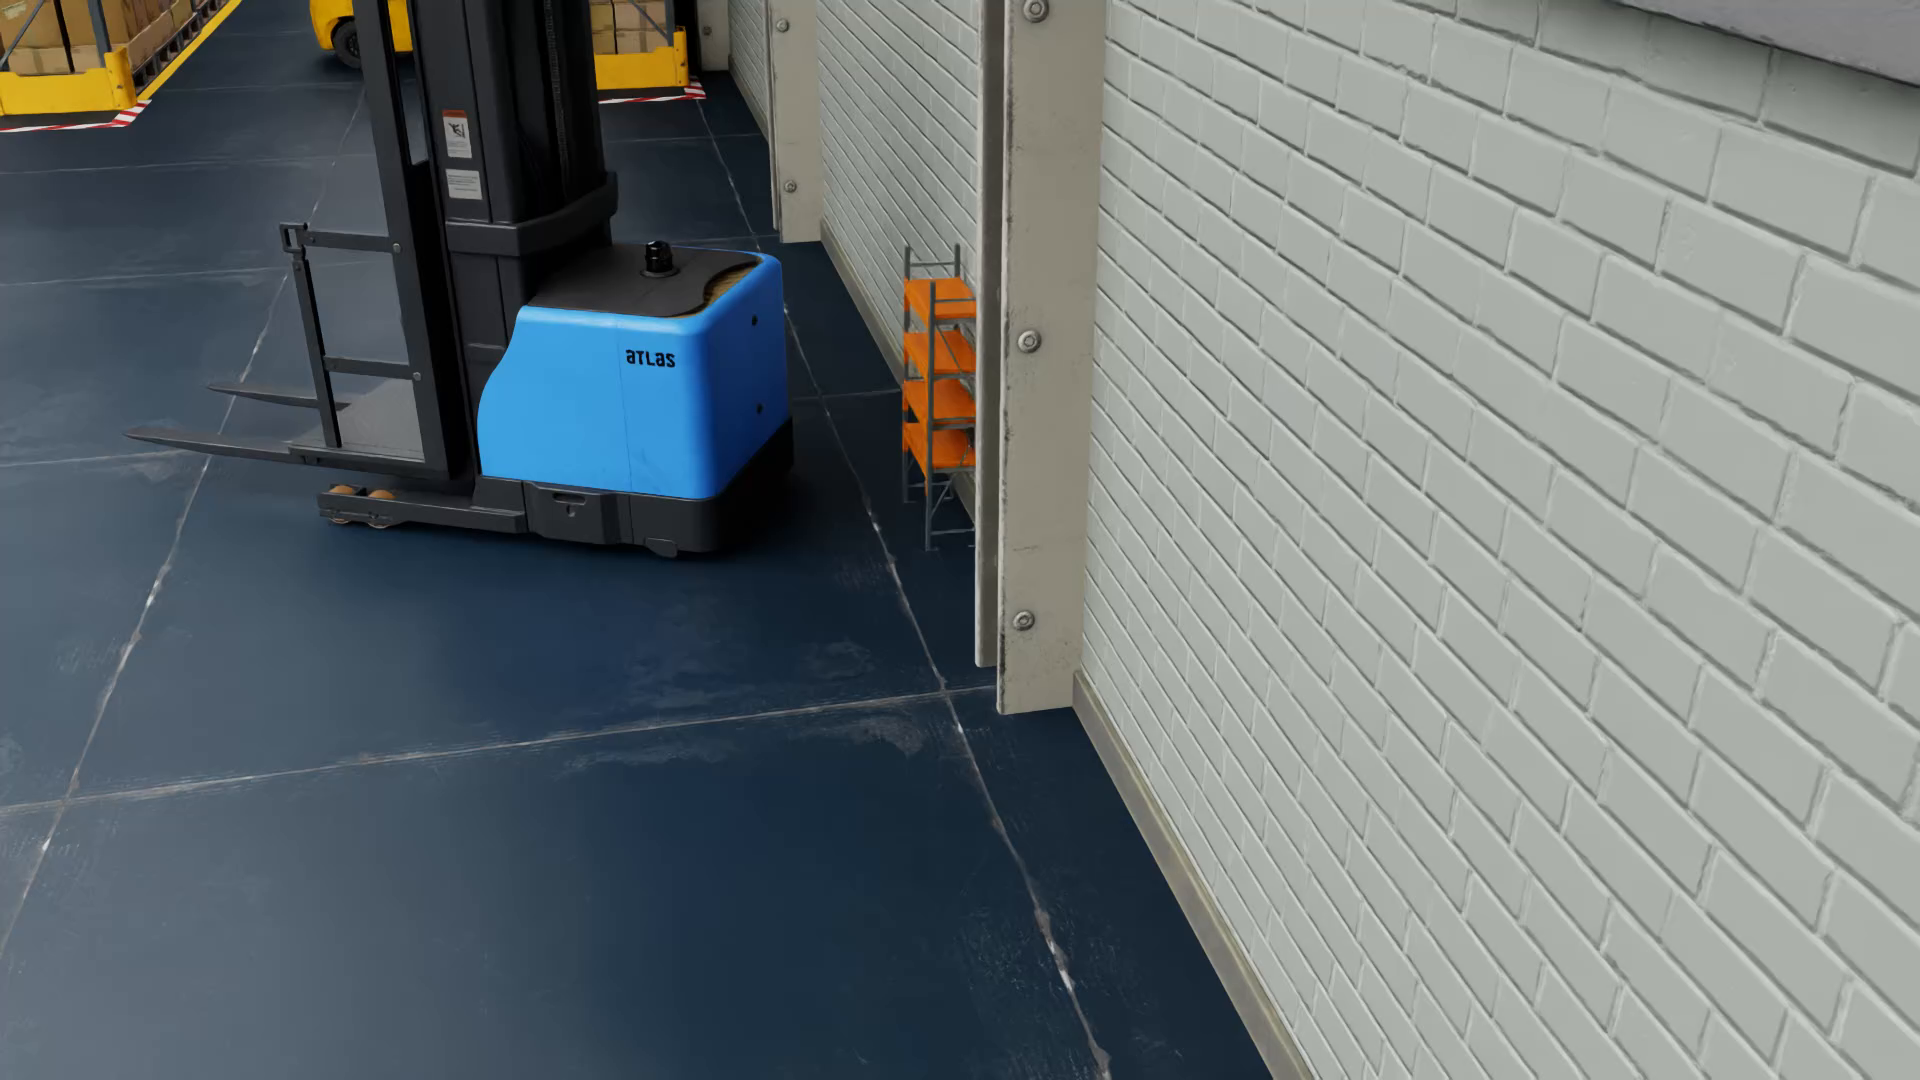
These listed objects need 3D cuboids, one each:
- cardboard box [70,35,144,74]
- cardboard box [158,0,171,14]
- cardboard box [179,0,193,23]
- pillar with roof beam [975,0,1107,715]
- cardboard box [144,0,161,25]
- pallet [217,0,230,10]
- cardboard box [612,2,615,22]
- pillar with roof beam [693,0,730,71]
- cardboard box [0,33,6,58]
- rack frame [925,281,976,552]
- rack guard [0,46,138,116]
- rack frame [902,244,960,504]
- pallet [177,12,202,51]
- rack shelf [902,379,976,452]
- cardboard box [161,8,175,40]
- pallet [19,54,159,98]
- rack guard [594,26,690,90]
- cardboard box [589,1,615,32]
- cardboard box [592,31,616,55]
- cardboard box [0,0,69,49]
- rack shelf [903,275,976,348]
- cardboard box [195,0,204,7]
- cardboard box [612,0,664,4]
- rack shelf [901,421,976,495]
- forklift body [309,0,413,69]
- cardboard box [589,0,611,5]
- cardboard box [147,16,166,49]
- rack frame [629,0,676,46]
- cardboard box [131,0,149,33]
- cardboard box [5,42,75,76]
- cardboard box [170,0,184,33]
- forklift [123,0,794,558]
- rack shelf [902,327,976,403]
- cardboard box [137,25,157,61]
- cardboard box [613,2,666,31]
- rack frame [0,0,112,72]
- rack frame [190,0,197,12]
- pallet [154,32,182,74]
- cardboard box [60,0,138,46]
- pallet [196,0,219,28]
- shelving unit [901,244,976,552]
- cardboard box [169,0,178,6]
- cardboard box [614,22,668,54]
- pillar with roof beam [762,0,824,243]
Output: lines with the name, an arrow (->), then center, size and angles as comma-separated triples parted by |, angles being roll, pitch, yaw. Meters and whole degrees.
cardboard box -> -7.923, -4.517, 15.457 | 0.500, 0.250, 0.500 | -6, 27, -12
cardboard box -> -8.285, -5.547, 16.663 | 0.500, 0.500, 0.500 | -5, 27, -9
cardboard box -> -8.517, -5.659, 17.718 | 0.500, 0.250, 0.500 | -5, 27, -9
pillar with roof beam -> -3.944, -3.051, 3.308 | 9.100, 9.000, 0.400 | -6, 27, -12
cardboard box -> -8.156, -5.313, 16.200 | 0.500, 0.500, 0.500 | -5, 27, -11
pallet -> -9.367, -6.565, 20.022 | 1.003, 0.211, 1.213 | -6, 27, -12
cardboard box -> -3.203, -5.311, 16.474 | 0.500, 0.250, 0.500 | -6, 27, -12
pillar with roof beam -> -6.649, -8.319, 13.745 | 9.100, 9.000, 0.400 | -6, 27, -12
cardboard box -> -9.996, -5.208, 17.011 | 0.500, 0.500, 0.500 | 13, 30, 24
rack frame -> -0.016, -0.500, 6.902 | 0.240, 1.200, 0.015 | -5, 27, -13
rack guard -> -8.028, -4.093, 14.804 | 1.175, 0.500, 0.348 | -6, 27, -12
rack frame -> -0.131, -0.714, 7.325 | 0.240, 1.200, 0.015 | -5, 27, -13
pallet -> -8.726, -5.395, 17.705 | 1.003, 0.211, 1.213 | -6, 27, -12
rack shelf -> -0.075, -0.547, 7.143 | 0.258, 0.148, 0.480 | -5, 27, -13
cardboard box -> -8.277, -5.203, 16.814 | 0.500, 0.250, 0.500 | -6, 27, -11
pallet -> -8.176, -4.324, 15.583 | 1.003, 0.211, 1.213 | -6, 27, -12
rack guard -> -3.170, -4.555, 15.719 | 1.175, 0.500, 0.348 | -6, 27, -12
cardboard box -> -3.590, -5.046, 15.949 | 0.500, 0.250, 0.500 | -6, 27, -12
cardboard box -> -3.589, -4.815, 16.046 | 0.500, 0.250, 0.500 | -6, 27, -11
cardboard box -> -8.445, -4.795, 15.175 | 0.500, 0.500, 0.500 | -6, 27, -11
rack shelf -> -0.064, -0.958, 6.938 | 0.258, 0.148, 0.480 | -5, 27, -13
cardboard box -> -9.033, -6.176, 18.607 | 0.950, 0.372, 0.625 | -6, 27, -11
cardboard box -> -3.099, -5.318, 15.932 | 0.500, 0.250, 0.500 | -6, 27, -12
rack shelf -> -0.080, -0.369, 7.232 | 0.258, 0.148, 0.480 | -5, 27, -13
forklift body -> -5.380, -5.949, 16.650 | 2.313, 2.155, 1.214 | -6, 27, -12
cardboard box -> -3.583, -5.258, 15.814 | 0.500, 0.250, 0.500 | -5, 27, -10
cardboard box -> -8.166, -4.981, 16.374 | 0.500, 0.250, 0.500 | -4, 27, -8
rack frame -> -3.176, -5.681, 15.176 | 1.000, 3.000, 0.127 | -6, 27, -12
cardboard box -> -8.051, -5.092, 15.762 | 0.500, 0.500, 0.500 | -7, 28, -14
cardboard box -> -8.460, -4.473, 15.369 | 0.500, 0.250, 0.500 | -6, 27, -12
cardboard box -> -8.387, -5.426, 17.257 | 0.500, 0.250, 0.500 | -7, 28, -13
forklift -> -2.352, -1.581, 7.130 | 3.031, 2.935, 1.130 | 7, 28, 13
rack shelf -> -0.070, -0.747, 7.044 | 0.258, 0.148, 0.480 | -5, 27, -13
cardboard box -> -8.031, -4.742, 15.902 | 0.500, 0.250, 0.500 | -5, 27, -10
cardboard box -> -3.079, -5.092, 16.039 | 0.500, 0.250, 0.500 | -5, 27, -11
rack frame -> -8.011, -5.175, 14.175 | 1.000, 3.000, 0.127 | -6, 27, -12
rack frame -> -8.912, -6.931, 17.654 | 1.000, 3.000, 0.127 | -6, 27, -12
pallet -> -8.448, -4.859, 16.642 | 1.003, 0.211, 1.213 | -6, 27, -12
cardboard box -> -7.929, -4.863, 15.308 | 0.500, 0.500, 0.500 | -7, 28, -13
pallet -> -9.089, -6.028, 18.959 | 1.003, 0.211, 1.213 | -6, 27, -12
shelving unit -> -0.073, -0.607, 7.113 | 0.258, 1.200, 0.503 | -5, 27, -13
cardboard box -> -8.401, -5.770, 17.107 | 0.500, 0.500, 0.500 | -5, 27, -11
cardboard box -> -3.096, -4.876, 16.168 | 0.500, 0.250, 0.500 | -6, 27, -11
pillar with roof beam -> -5.296, -5.685, 8.527 | 9.100, 9.000, 0.400 | -6, 27, -12
